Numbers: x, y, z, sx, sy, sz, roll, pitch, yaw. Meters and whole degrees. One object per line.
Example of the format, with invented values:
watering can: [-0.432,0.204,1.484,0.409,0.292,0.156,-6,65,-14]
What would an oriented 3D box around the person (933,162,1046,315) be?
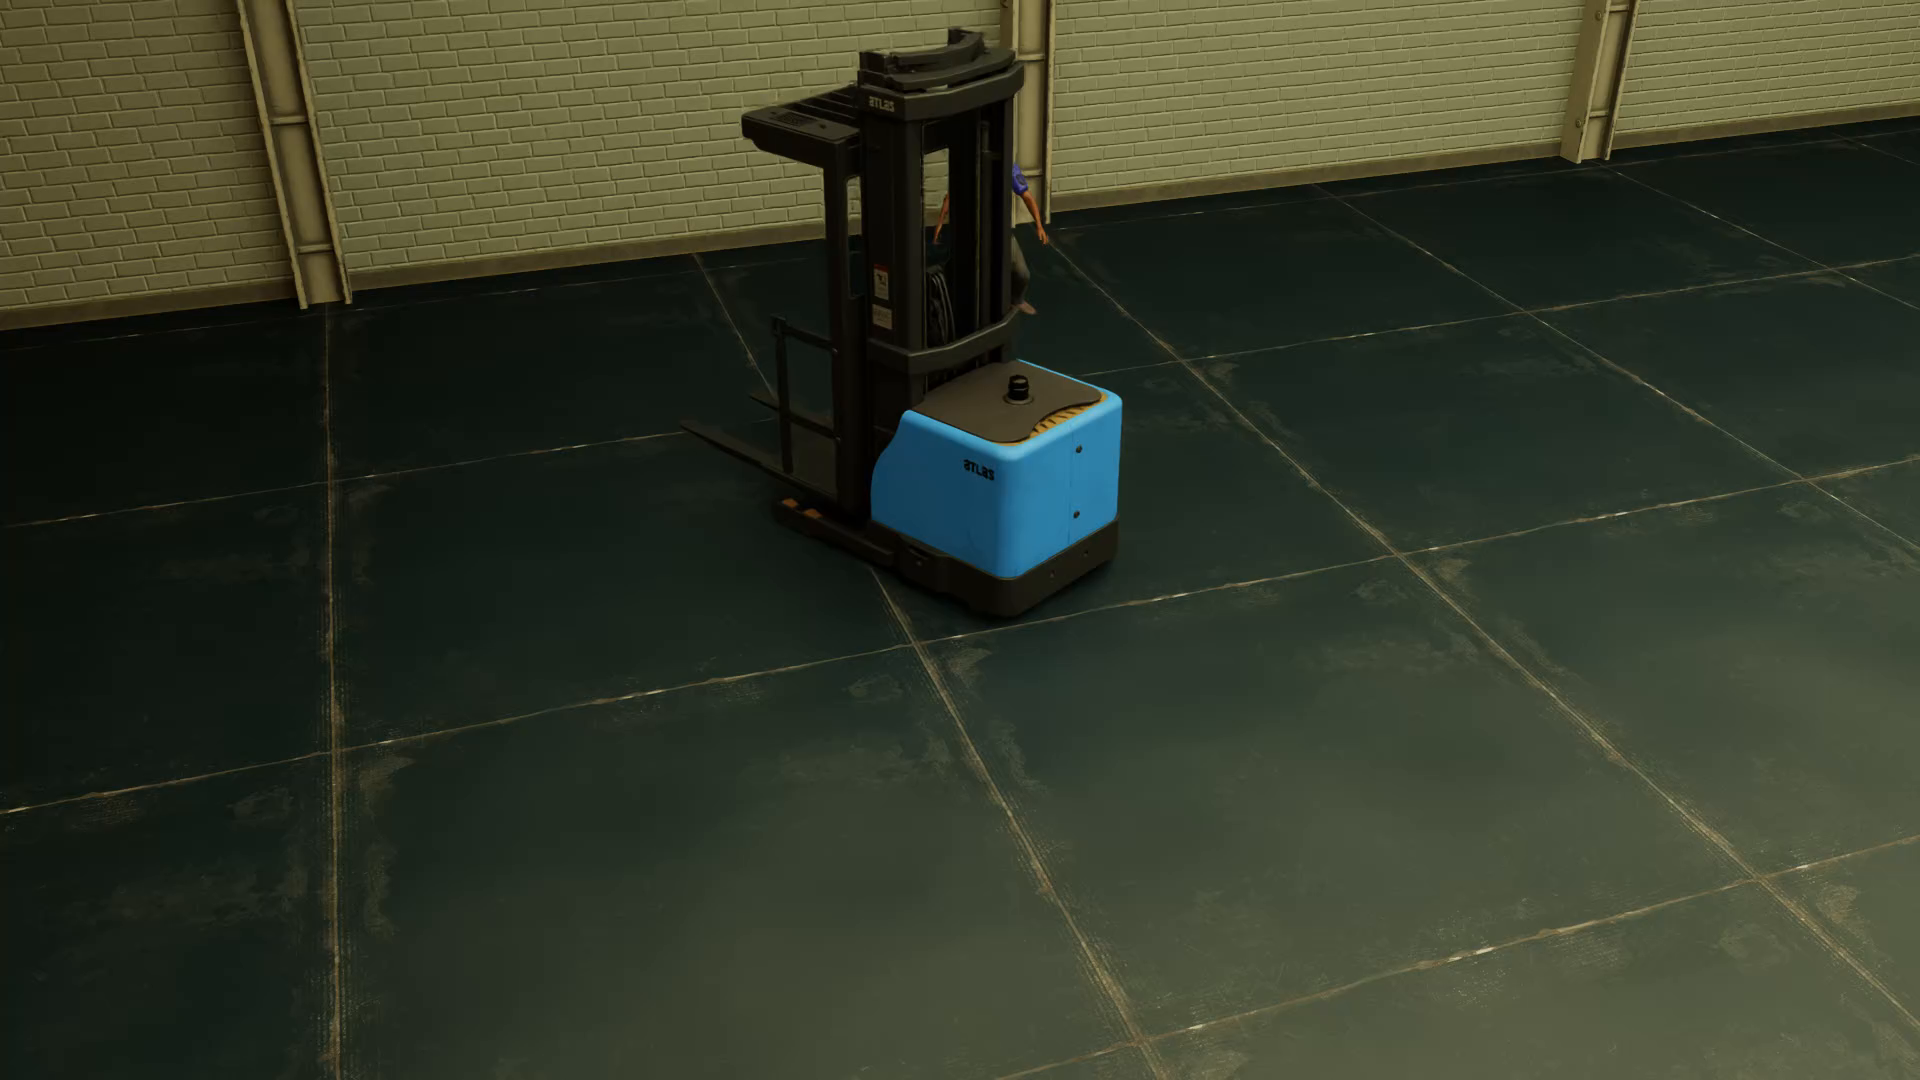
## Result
person: [0.221,-2.391,12.668,0.863,1.549,0.615,1,30,1]

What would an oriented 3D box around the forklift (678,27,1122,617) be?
forklift: [-0.508,-1.464,9.631,3.031,2.935,1.130,24,38,36]
